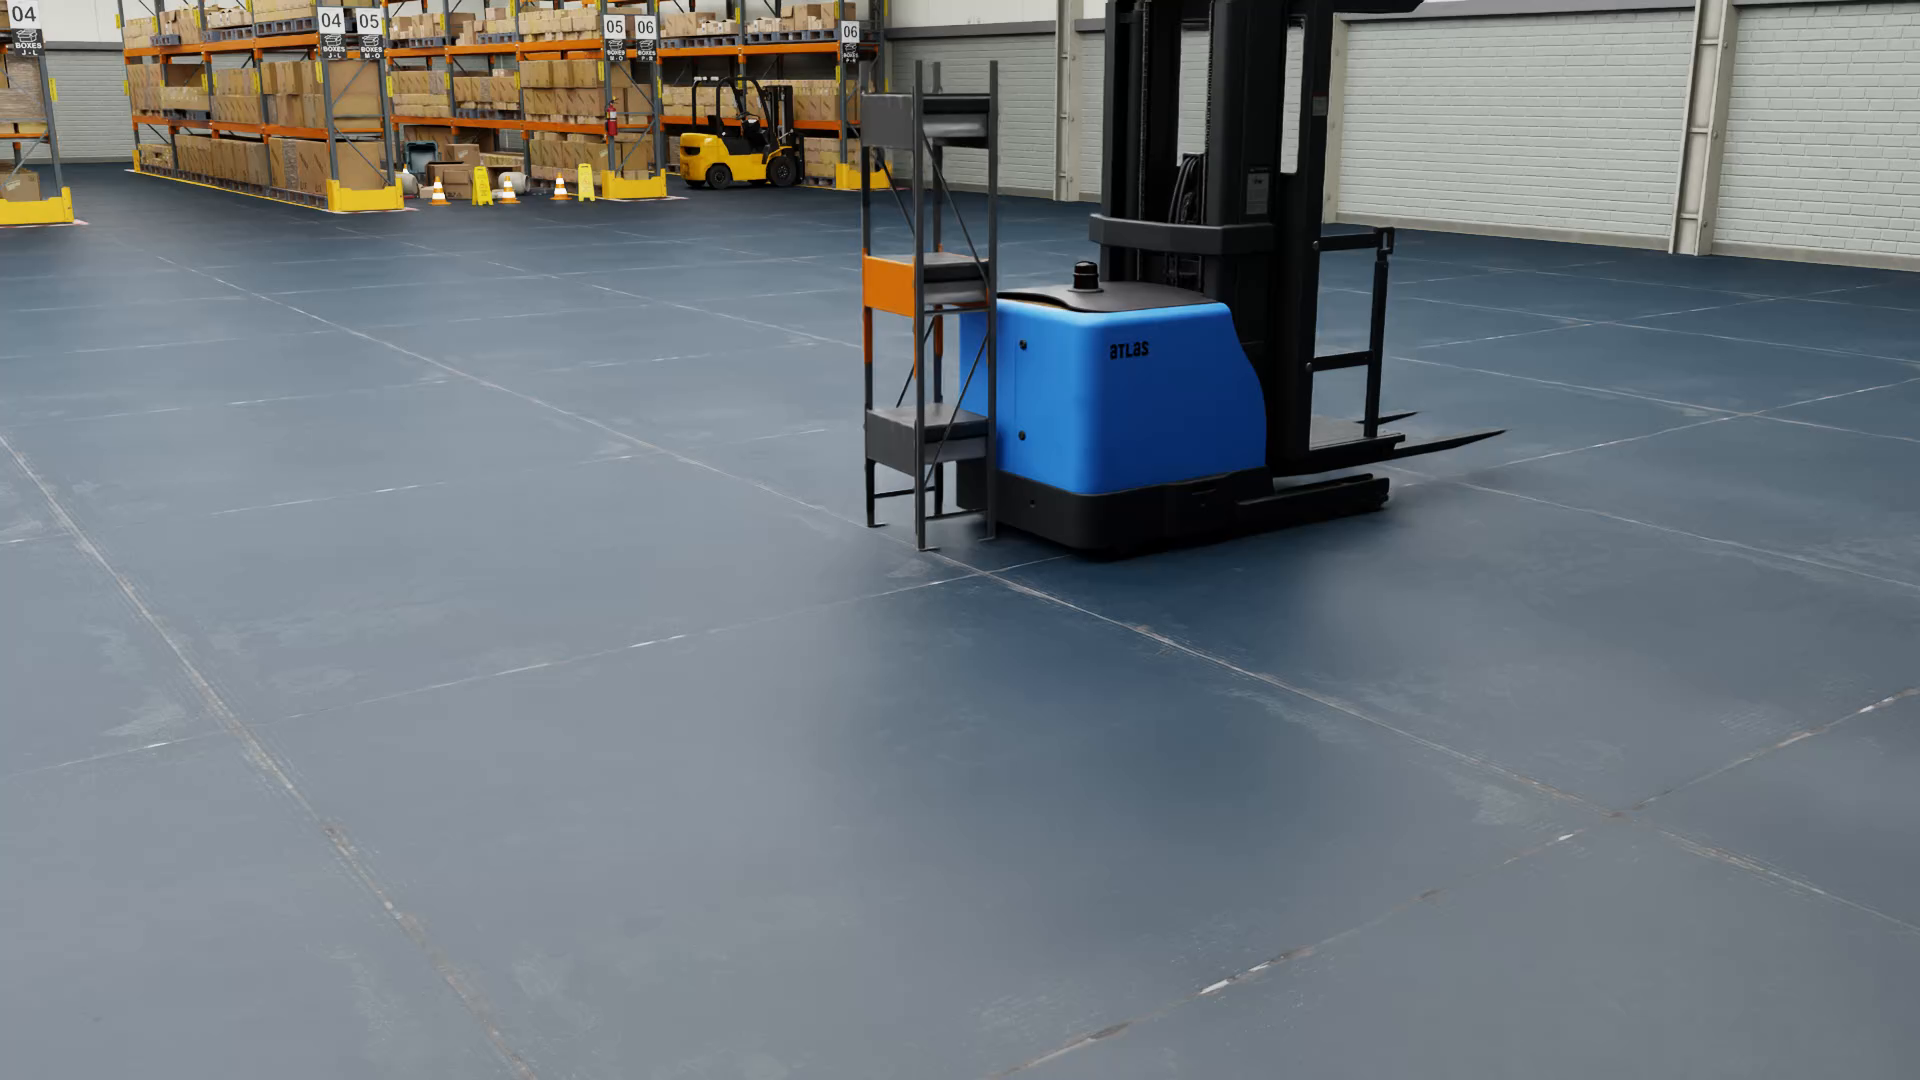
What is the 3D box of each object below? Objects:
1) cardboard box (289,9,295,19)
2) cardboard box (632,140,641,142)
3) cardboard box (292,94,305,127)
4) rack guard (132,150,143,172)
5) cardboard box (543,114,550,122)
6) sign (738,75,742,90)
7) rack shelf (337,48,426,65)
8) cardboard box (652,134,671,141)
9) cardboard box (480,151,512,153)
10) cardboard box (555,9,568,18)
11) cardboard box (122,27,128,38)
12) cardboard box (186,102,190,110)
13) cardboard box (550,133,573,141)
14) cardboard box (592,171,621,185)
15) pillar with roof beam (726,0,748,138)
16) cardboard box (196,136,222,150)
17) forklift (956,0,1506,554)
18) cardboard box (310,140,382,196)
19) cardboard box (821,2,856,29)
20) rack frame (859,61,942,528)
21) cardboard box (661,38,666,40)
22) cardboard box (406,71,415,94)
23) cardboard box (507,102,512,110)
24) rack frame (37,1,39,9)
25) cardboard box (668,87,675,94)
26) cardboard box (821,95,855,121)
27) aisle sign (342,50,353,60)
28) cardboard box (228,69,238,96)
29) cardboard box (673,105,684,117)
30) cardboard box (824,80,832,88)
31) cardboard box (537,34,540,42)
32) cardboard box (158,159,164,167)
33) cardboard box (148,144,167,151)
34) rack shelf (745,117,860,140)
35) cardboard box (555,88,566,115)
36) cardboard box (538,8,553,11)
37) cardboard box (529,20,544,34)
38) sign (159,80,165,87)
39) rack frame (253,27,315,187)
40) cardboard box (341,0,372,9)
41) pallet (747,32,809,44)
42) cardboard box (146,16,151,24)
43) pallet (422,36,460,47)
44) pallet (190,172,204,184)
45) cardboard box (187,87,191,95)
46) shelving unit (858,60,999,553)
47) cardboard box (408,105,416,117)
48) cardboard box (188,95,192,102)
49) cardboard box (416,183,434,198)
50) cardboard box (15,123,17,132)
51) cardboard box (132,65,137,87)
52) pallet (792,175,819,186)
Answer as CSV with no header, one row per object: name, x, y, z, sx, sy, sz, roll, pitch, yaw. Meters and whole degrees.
cardboard box,-10.962,-8.772,27.753,0.380,0.149,0.250,-11,19,-35
cardboard box,-7.658,-9.503,40.554,0.500,0.500,0.500,-10,18,-32
cardboard box,-11.062,-7.464,28.882,0.875,0.550,0.500,-11,19,-35
rack guard,-19.256,-9.154,40.076,1.175,0.500,0.348,-11,19,-35
cardboard box,-7.886,-8.209,32.365,0.380,0.149,0.250,-10,18,-33
sign,-4.721,-9.809,35.690,0.100,0.325,0.005,-11,19,-35
rack shelf,-14.181,-11.839,40.830,1.077,0.370,4.000,-11,19,-35
cardboard box,-7.135,-9.605,39.699,0.380,0.149,0.250,-12,19,-37
cardboard box,-10.329,-8.271,36.295,0.950,0.372,0.625,-12,20,-38
cardboard box,-7.315,-9.809,31.014,0.380,0.149,0.250,-10,18,-33
cardboard box,-19.247,-11.856,38.866,0.500,0.250,0.500,-11,18,-34
cardboard box,-15.699,-8.945,34.258,0.380,0.149,0.250,-11,19,-35
cardboard box,-7.683,-7.784,32.099,0.380,0.149,0.250,-10,18,-31
cardboard box,-6.656,-6.762,31.013,0.500,0.250,0.500,-11,19,-35
pillar with roof beam,-8.626,-12.316,35.529,9.100,9.000,0.400,-11,19,-35
cardboard box,-15.517,-8.238,34.512,0.500,0.250,0.500,-11,19,-34
forklift,1.484,-1.633,7.990,3.031,2.935,1.130,-10,18,-33
cardboard box,-10.346,-6.272,28.039,0.875,0.875,0.875,-11,19,-34
cardboard box,-2.393,-10.323,32.756,0.500,0.500,0.500,-10,18,-33
rack frame,-0.263,-1.096,7.604,0.400,2.100,0.015,-9,18,-29
cardboard box,-7.138,-11.676,39.155,0.500,0.250,0.500,-12,19,-36
cardboard box,-12.364,-10.492,38.146,0.500,0.500,0.500,-11,19,-36
cardboard box,-8.967,-8.811,33.768,0.380,0.149,0.250,-12,19,-36
rack frame,-13.965,-9.105,23.797,1.000,3.000,0.127,-11,19,-35
cardboard box,-6.533,-10.420,38.546,0.380,0.149,0.250,-10,18,-33
cardboard box,-2.438,-8.633,33.248,0.500,0.500,0.500,-11,19,-36
aisle sign,-15.633,-12.390,42.240,0.394,0.787,0.004,-11,19,-35
cardboard box,-13.739,-8.884,32.270,0.700,0.500,0.500,-11,19,-35
cardboard box,-6.285,-9.916,38.408,0.500,0.250,0.500,-11,19,-36
cardboard box,-2.487,-9.117,33.223,0.380,0.149,0.250,-11,19,-34
cardboard box,-7.972,-9.724,32.218,0.380,0.149,0.250,-11,19,-34
cardboard box,-18.064,-8.602,37.926,0.380,0.149,0.250,-11,19,-35
cardboard box,-18.751,-9.172,38.884,0.380,0.149,0.250,-12,19,-37
rack shelf,-3.112,-8.601,34.682,1.077,0.370,4.000,-11,19,-35
cardboard box,-7.356,-8.341,31.615,0.500,0.500,0.500,-11,19,-34
cardboard box,-8.621,-10.714,33.898,0.500,0.250,0.500,-11,19,-36
cardboard box,-7.953,-9.877,32.018,0.500,0.250,0.500,-11,19,-35
sign,-17.384,-9.854,36.257,0.100,0.325,0.005,-11,19,-35
rack frame,-12.245,-7.814,30.443,1.000,3.000,0.127,-11,19,-35
cardboard box,-9.970,-8.871,27.361,0.500,0.250,0.500,-11,19,-35
pallet,-3.766,-10.601,35.112,1.003,0.211,1.213,-11,19,-35
cardboard box,-17.696,-11.455,36.646,0.380,0.149,0.250,-11,19,-35
pallet,-11.074,-10.943,36.551,1.213,0.211,1.003,-10,18,-32
pallet,-15.769,-7.750,35.494,1.003,0.211,1.213,-11,19,-35
cardboard box,-15.556,-9.180,33.987,0.380,0.149,0.250,-10,18,-33
shelving unit,-0.139,-1.041,7.401,0.431,2.100,0.503,-9,18,-29
cardboard box,-12.365,-9.883,38.286,0.500,0.250,0.500,-11,19,-35
cardboard box,-15.571,-9.040,34.041,0.380,0.149,0.250,-10,18,-33
cardboard box,-9.745,-6.414,30.508,0.396,0.266,0.258,-7,17,-25
cardboard box,-14.071,-6.245,25.185,0.380,0.149,0.250,-11,19,-35
cardboard box,-18.950,-10.806,38.730,0.500,0.500,0.500,-10,18,-33
pallet,-3.133,-7.593,34.919,1.003,0.211,1.213,-11,19,-35
